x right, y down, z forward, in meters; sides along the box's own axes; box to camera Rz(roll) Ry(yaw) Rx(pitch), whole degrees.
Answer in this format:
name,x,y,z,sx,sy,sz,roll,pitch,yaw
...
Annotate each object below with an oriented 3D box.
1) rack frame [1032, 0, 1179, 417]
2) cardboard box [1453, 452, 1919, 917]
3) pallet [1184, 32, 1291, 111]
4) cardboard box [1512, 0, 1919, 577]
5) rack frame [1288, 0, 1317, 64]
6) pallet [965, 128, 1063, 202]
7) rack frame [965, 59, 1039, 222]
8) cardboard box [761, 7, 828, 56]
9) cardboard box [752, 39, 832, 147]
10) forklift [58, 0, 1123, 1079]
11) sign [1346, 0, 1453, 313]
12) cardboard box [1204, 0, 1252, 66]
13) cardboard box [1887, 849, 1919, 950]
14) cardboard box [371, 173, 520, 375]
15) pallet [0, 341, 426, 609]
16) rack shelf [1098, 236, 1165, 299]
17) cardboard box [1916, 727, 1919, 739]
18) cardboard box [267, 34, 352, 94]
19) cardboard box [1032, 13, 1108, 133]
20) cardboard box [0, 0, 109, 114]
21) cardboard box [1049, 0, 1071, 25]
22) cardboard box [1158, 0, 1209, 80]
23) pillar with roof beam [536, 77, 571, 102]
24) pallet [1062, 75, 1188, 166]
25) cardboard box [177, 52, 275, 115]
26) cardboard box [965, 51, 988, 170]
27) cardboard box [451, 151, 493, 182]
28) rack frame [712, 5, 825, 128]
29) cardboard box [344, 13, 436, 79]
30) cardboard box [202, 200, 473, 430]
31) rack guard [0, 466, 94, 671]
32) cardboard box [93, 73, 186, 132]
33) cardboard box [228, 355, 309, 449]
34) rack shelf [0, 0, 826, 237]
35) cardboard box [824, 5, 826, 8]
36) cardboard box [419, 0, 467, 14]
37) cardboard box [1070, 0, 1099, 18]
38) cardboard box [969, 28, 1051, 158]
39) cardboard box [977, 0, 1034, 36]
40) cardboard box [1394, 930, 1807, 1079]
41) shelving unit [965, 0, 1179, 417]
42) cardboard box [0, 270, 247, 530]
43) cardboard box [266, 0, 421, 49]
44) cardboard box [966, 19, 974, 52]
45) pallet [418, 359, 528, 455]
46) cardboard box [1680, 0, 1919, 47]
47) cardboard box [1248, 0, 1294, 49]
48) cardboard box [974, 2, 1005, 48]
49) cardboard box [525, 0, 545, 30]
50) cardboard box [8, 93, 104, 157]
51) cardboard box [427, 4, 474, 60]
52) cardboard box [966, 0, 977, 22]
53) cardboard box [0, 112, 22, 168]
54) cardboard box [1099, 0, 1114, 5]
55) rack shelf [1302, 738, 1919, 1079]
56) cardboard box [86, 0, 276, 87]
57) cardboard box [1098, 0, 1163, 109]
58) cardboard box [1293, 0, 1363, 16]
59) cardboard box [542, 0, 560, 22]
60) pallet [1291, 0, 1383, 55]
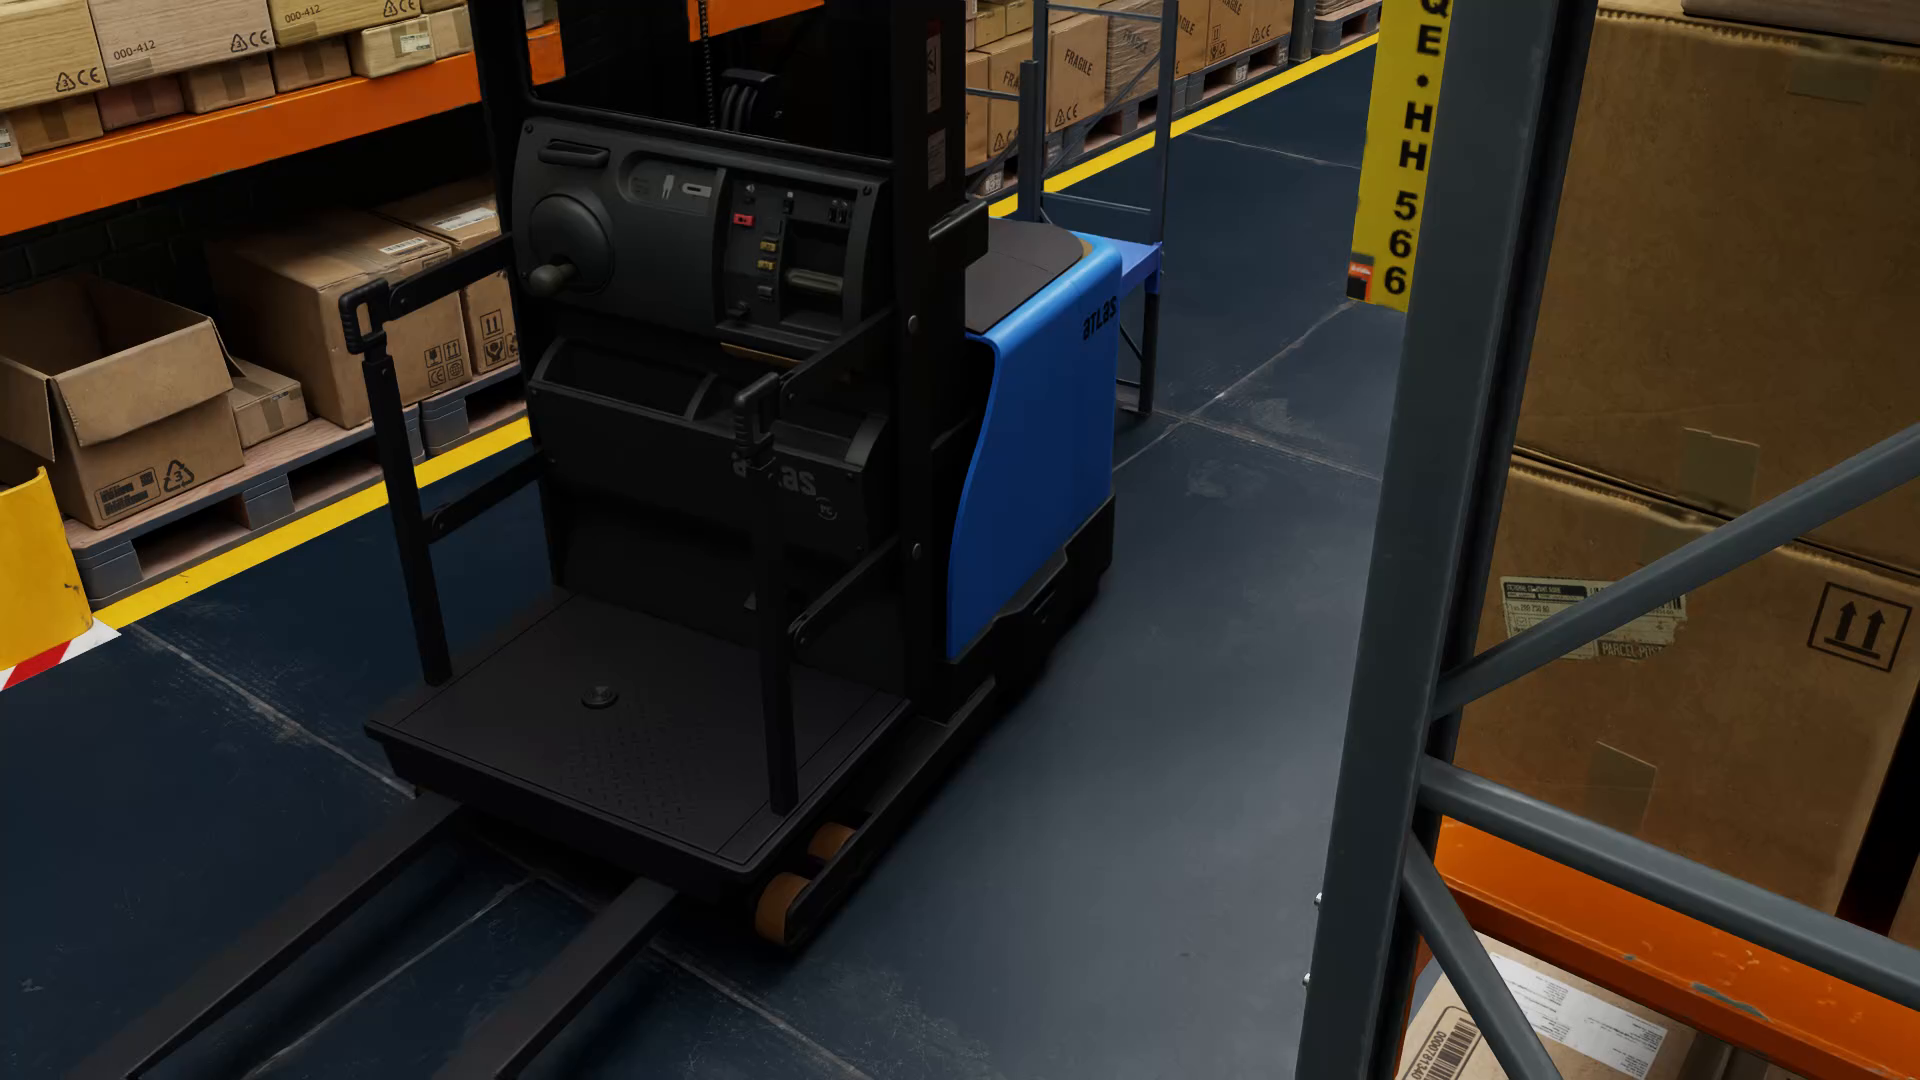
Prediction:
name,x,y,z,sx,sy,sz,roll,pitch,yaw
rack frame,0.470,-1.157,5.732,0.500,1.500,0.032,15,34,24
cardboard box,0.933,0.083,2.070,0.500,0.500,0.500,21,37,32
pallet,1.241,-2.883,9.908,1.003,0.211,1.213,21,37,31
cardboard box,0.954,-0.339,1.801,0.500,0.500,0.500,22,37,33
rack frame,1.722,-4.375,9.689,1.000,3.000,0.127,21,37,31
pallet,-0.231,-1.891,8.234,1.003,0.211,1.213,21,37,31
rack frame,-0.014,-0.701,4.962,0.500,1.500,0.032,15,34,24
cardboard box,-0.700,-2.371,7.713,0.380,0.149,0.250,20,36,29
cardboard box,-0.632,-2.145,7.967,0.500,0.500,0.500,21,37,31
forklift,-0.685,-0.615,3.412,1.130,2.935,3.031,15,34,24
sign,0.428,-0.369,1.563,0.100,0.325,0.005,21,37,31
cardboard box,1.328,-3.042,9.480,0.500,0.500,0.500,21,36,31
cardboard box,1.371,0.253,1.782,0.500,0.500,0.500,21,36,31
cardboard box,-1.716,-0.967,5.980,0.500,0.500,0.500,22,37,32
pallet,-2.581,-0.278,5.513,1.003,0.211,1.213,21,37,31
rack shelf,0.228,-0.775,5.439,0.538,0.185,1.000,15,34,24
cardboard box,1.248,-0.117,2.407,0.500,0.500,0.500,20,36,30
cardboard box,-2.085,-1.493,5.073,0.380,0.149,0.250,22,37,32
cardboard box,0.397,-2.402,8.401,0.500,0.500,0.500,20,36,30
cardboard box,-2.618,-1.288,4.336,0.500,0.250,0.500,21,37,32
cardboard box,0.323,-2.647,8.178,0.380,0.149,0.250,21,37,31
cardboard box,1.014,-2.828,9.120,0.500,0.500,0.500,23,38,33
pillar with roof beam,1.601,-3.999,3.171,9.100,9.000,0.400,21,37,31
pallet,0.505,-2.389,9.075,1.003,0.211,1.213,21,37,31
cardboard box,-2.241,-1.383,4.888,0.380,0.149,0.250,22,37,33
cardboard box,-0.221,-1.981,7.691,0.500,0.500,0.500,23,38,33
cardboard box,-1.488,-1.205,6.381,0.700,0.500,0.500,20,36,30
rack frame,-0.692,-2.749,6.946,1.000,3.000,0.127,21,37,31
cardboard box,-1.872,-1.572,5.207,0.380,0.149,0.250,20,36,30
cardboard box,-2.115,-0.783,5.669,0.700,0.500,0.500,23,38,33
rack guard,-3.061,-0.078,4.892,1.175,0.500,0.348,21,37,31
cardboard box,-2.442,-1.299,4.746,0.380,0.149,0.250,21,36,31
cardboard box,-2.375,-0.457,5.464,0.380,0.149,0.250,20,36,29
rack shelf,-1.900,-1.626,5.758,1.077,0.370,4.000,21,37,31
cardboard box,-0.545,-2.480,7.896,0.380,0.149,0.250,21,37,31
cardboard box,-1.719,-1.914,5.393,0.500,0.250,0.500,20,36,30
cardboard box,0.475,-2.747,8.347,0.380,0.149,0.250,23,37,33
cardboard box,0.093,-2.201,8.061,0.500,0.500,0.500,21,36,31
cardboard box,0.142,-2.557,8.026,0.380,0.149,0.250,20,36,30
cardboard box,1.171,1.026,2.678,0.875,0.438,0.875,20,36,30
shelving unit,0.228,-0.929,5.347,0.538,1.500,1.048,15,34,24
cardboard box,-2.662,-0.449,5.102,0.797,0.503,0.637,20,36,29
cardboard box,-2.011,-1.700,5.031,0.500,0.250,0.500,20,36,30
cardboard box,-0.158,-2.333,7.649,0.380,0.149,0.250,20,36,30
pallet,-1.844,-0.772,6.346,1.003,0.211,1.213,21,37,31
cardboard box,0.910,-0.556,1.532,0.380,0.149,0.250,22,37,32
cardboard box,1.638,-3.242,9.818,0.500,0.500,0.500,22,37,33
cardboard box,-0.012,-2.441,7.831,0.380,0.149,0.250,19,36,29
cardboard box,-1.629,-1.812,5.611,0.380,0.149,0.250,21,37,31
cardboard box,-2.573,-1.182,4.548,0.380,0.149,0.250,22,37,32
cardboard box,-1.730,-1.686,5.398,0.380,0.149,0.250,22,37,32
cardboard box,-0.145,-2.445,7.546,0.380,0.149,0.250,19,36,29
cardboard box,-2.690,-1.064,4.350,0.380,0.149,0.250,21,36,31
cardboard box,0.614,-2.866,8.547,0.380,0.149,0.250,21,37,31
rack shelf,2.060,-0.100,3.183,1.077,0.370,4.000,21,37,31
cardboard box,-2.314,-1.493,4.682,0.500,0.250,0.500,22,37,32
cardboard box,0.715,-2.611,8.754,0.500,0.500,0.500,20,36,30
cardboard box,2.110,-3.783,10.608,0.875,0.625,0.625,22,37,33
cardboard box,-1.518,-1.926,5.805,0.380,0.149,0.250,22,37,32
pallet,2.250,-3.498,10.945,1.003,0.211,1.213,21,37,31
